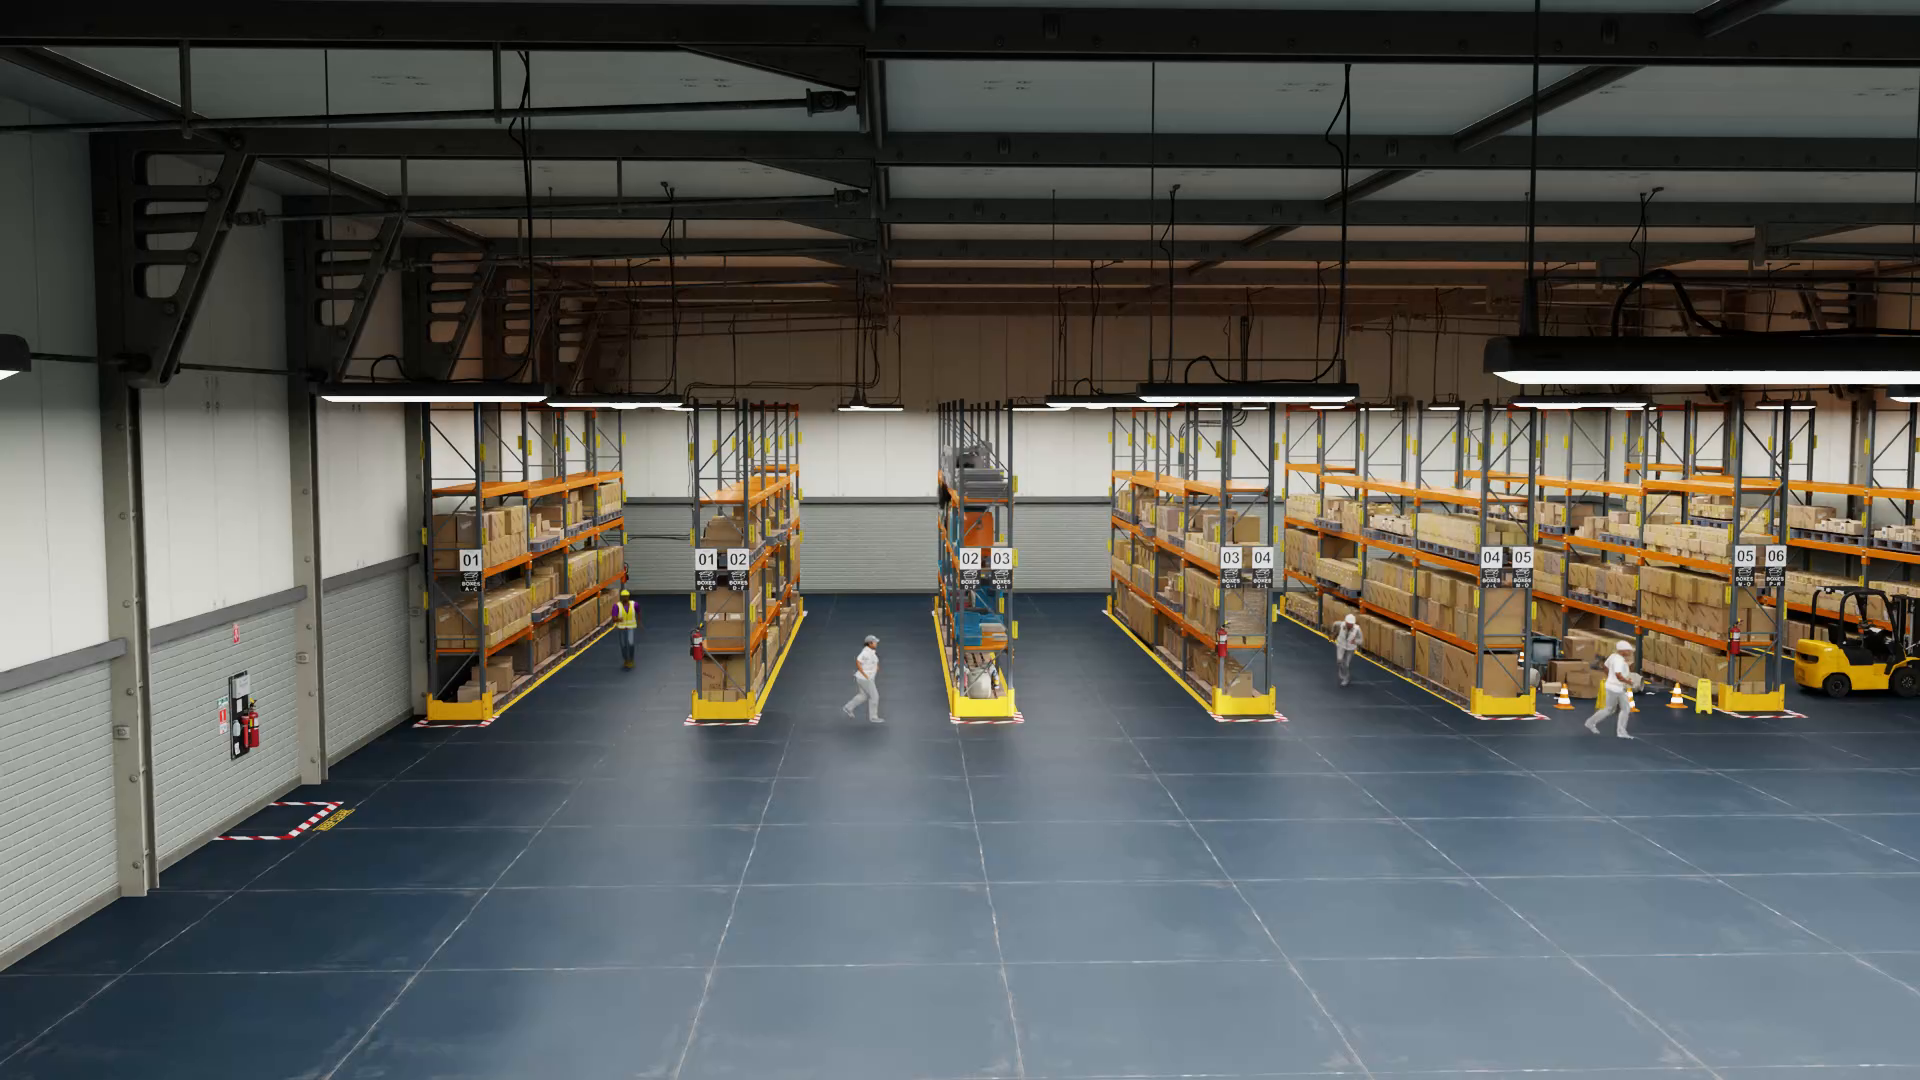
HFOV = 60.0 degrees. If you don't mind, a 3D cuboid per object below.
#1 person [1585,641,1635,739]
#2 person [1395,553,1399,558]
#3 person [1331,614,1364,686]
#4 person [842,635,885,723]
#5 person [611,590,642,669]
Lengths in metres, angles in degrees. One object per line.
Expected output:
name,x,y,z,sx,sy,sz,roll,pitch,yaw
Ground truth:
person,11.442,2.627,29.246,0.848,1.736,0.664,2,5,27
person,13.163,1.181,49.287,0.654,1.616,0.557,0,4,-3
person,8.198,2.291,35.212,0.640,1.557,1.160,1,4,9
person,-1.817,2.570,30.739,0.822,1.642,0.624,1,4,10
person,-7.500,2.008,37.392,0.654,1.786,0.811,-1,4,-7
